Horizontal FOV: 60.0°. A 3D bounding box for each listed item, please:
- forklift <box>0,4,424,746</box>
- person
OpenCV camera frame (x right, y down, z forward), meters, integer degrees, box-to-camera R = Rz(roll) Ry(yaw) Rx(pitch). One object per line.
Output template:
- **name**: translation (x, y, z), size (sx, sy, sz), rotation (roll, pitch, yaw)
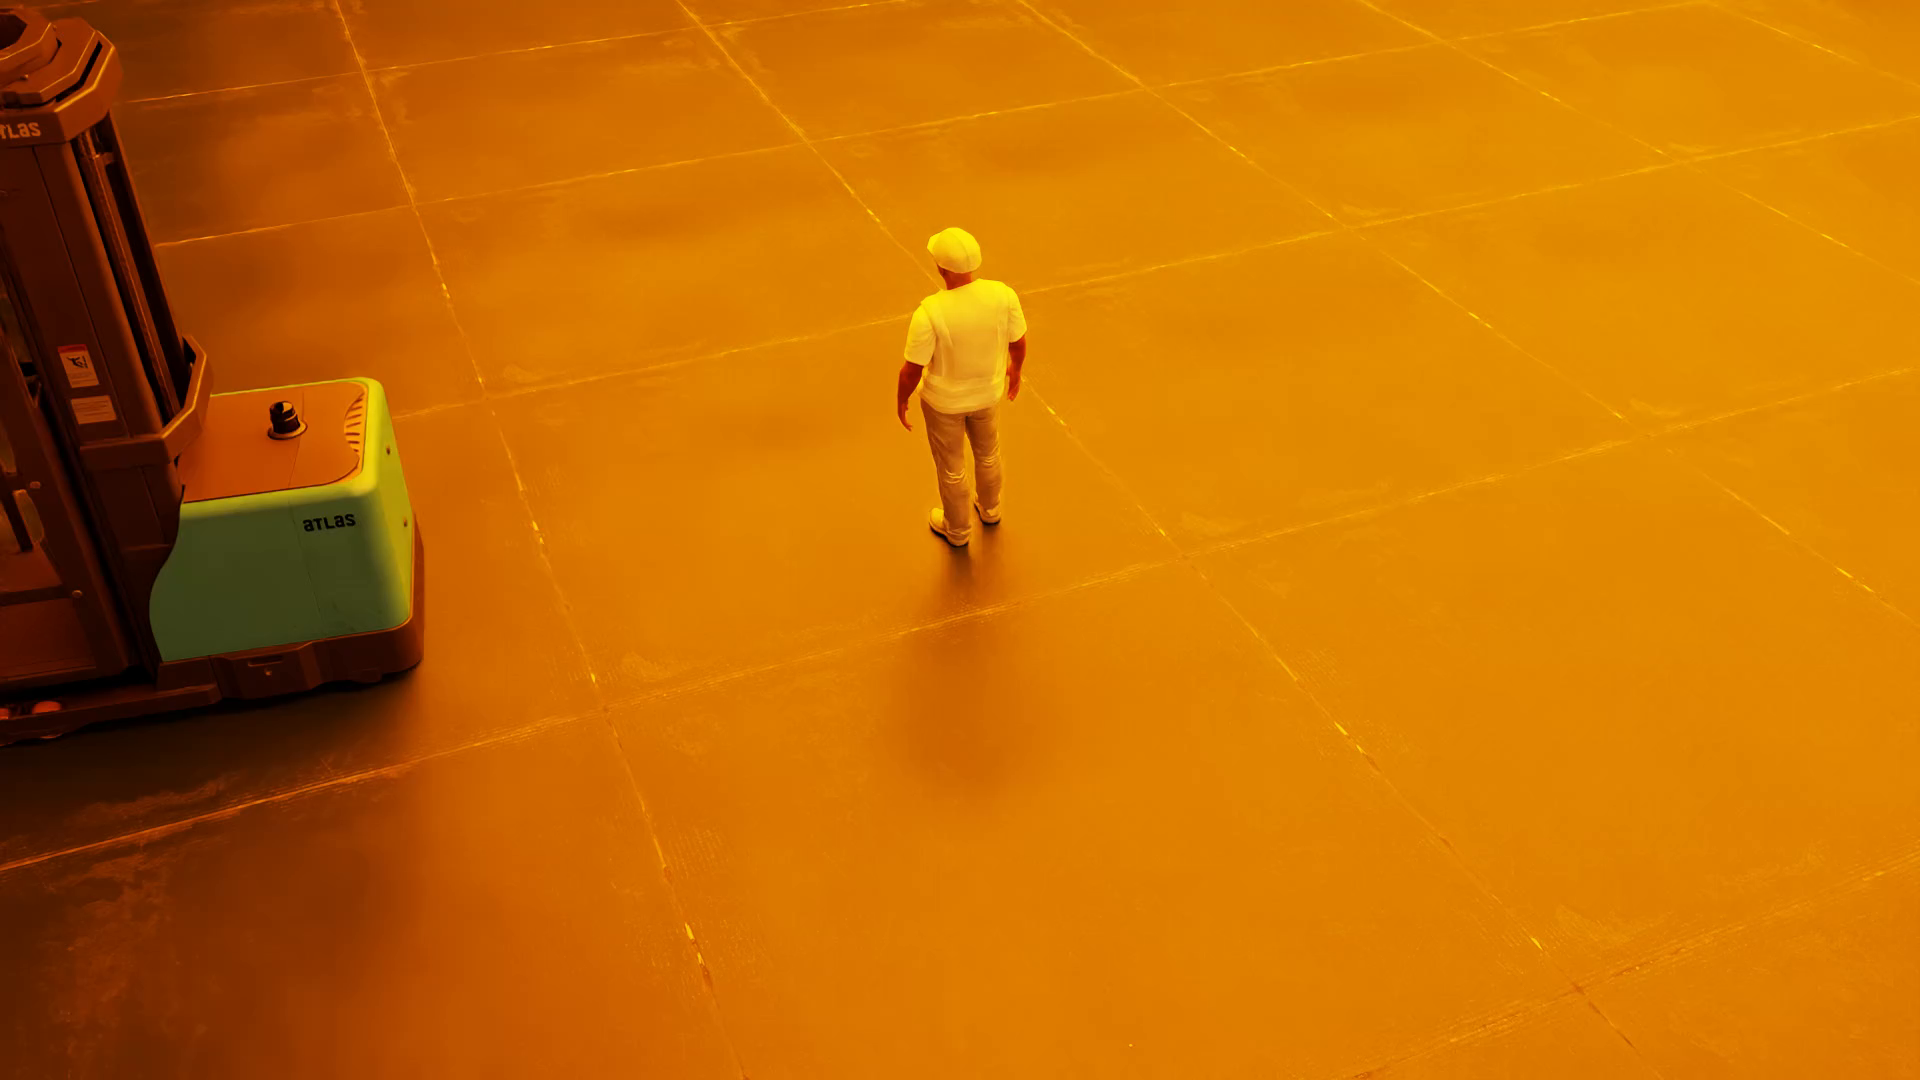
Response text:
- **forklift**: translation (-4.079, -0.624, 6.977), size (3.031, 2.935, 1.130), rotation (-8, 36, -12)
- **person**: translation (-0.022, -0.765, 8.166), size (0.665, 1.768, 0.575), rotation (-14, 38, -19)
